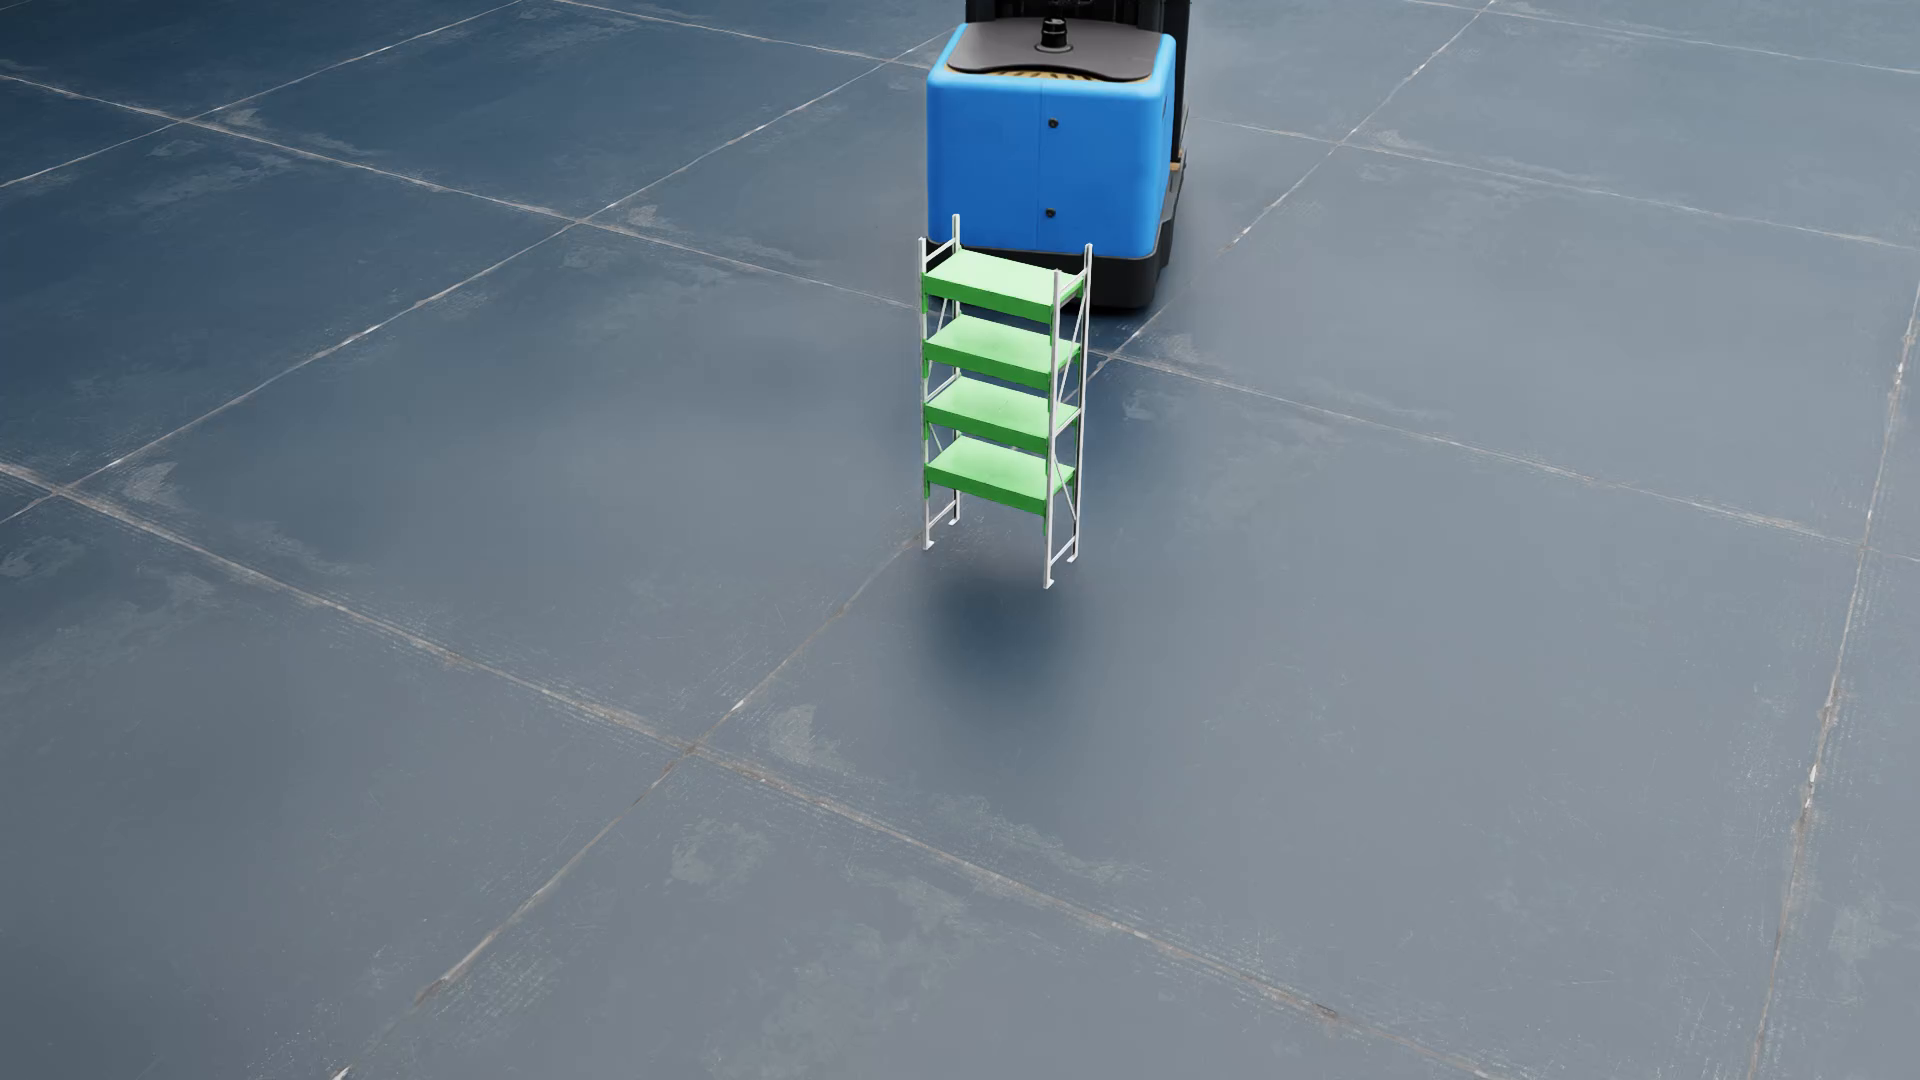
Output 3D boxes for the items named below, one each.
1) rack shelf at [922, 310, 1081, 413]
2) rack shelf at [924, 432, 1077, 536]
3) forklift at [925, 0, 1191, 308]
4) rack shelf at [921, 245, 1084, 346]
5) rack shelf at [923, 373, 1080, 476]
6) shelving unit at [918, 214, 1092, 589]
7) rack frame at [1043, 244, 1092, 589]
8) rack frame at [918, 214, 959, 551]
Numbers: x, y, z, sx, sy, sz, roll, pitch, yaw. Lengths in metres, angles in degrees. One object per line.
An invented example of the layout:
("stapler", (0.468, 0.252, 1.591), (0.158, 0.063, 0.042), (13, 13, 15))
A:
("rack shelf", (0.144, -0.600, 5.552), (0.480, 0.148, 0.258), (18, 37, 24))
("rack shelf", (0.144, -0.201, 5.818), (0.480, 0.148, 0.258), (18, 37, 24))
("forklift", (0.613, -3.072, 8.020), (1.130, 2.935, 3.031), (6, 34, 9))
("rack shelf", (0.144, -0.800, 5.419), (0.480, 0.148, 0.258), (18, 37, 24))
("rack shelf", (0.144, -0.401, 5.685), (0.480, 0.148, 0.258), (18, 37, 24))
("shelving unit", (0.144, -0.454, 5.650), (0.503, 1.200, 0.258), (18, 37, 24))
("rack frame", (0.356, -0.387, 5.549), (0.015, 1.200, 0.240), (18, 37, 24))
("rack frame", (-0.068, -0.521, 5.751), (0.015, 1.200, 0.240), (18, 37, 24))
